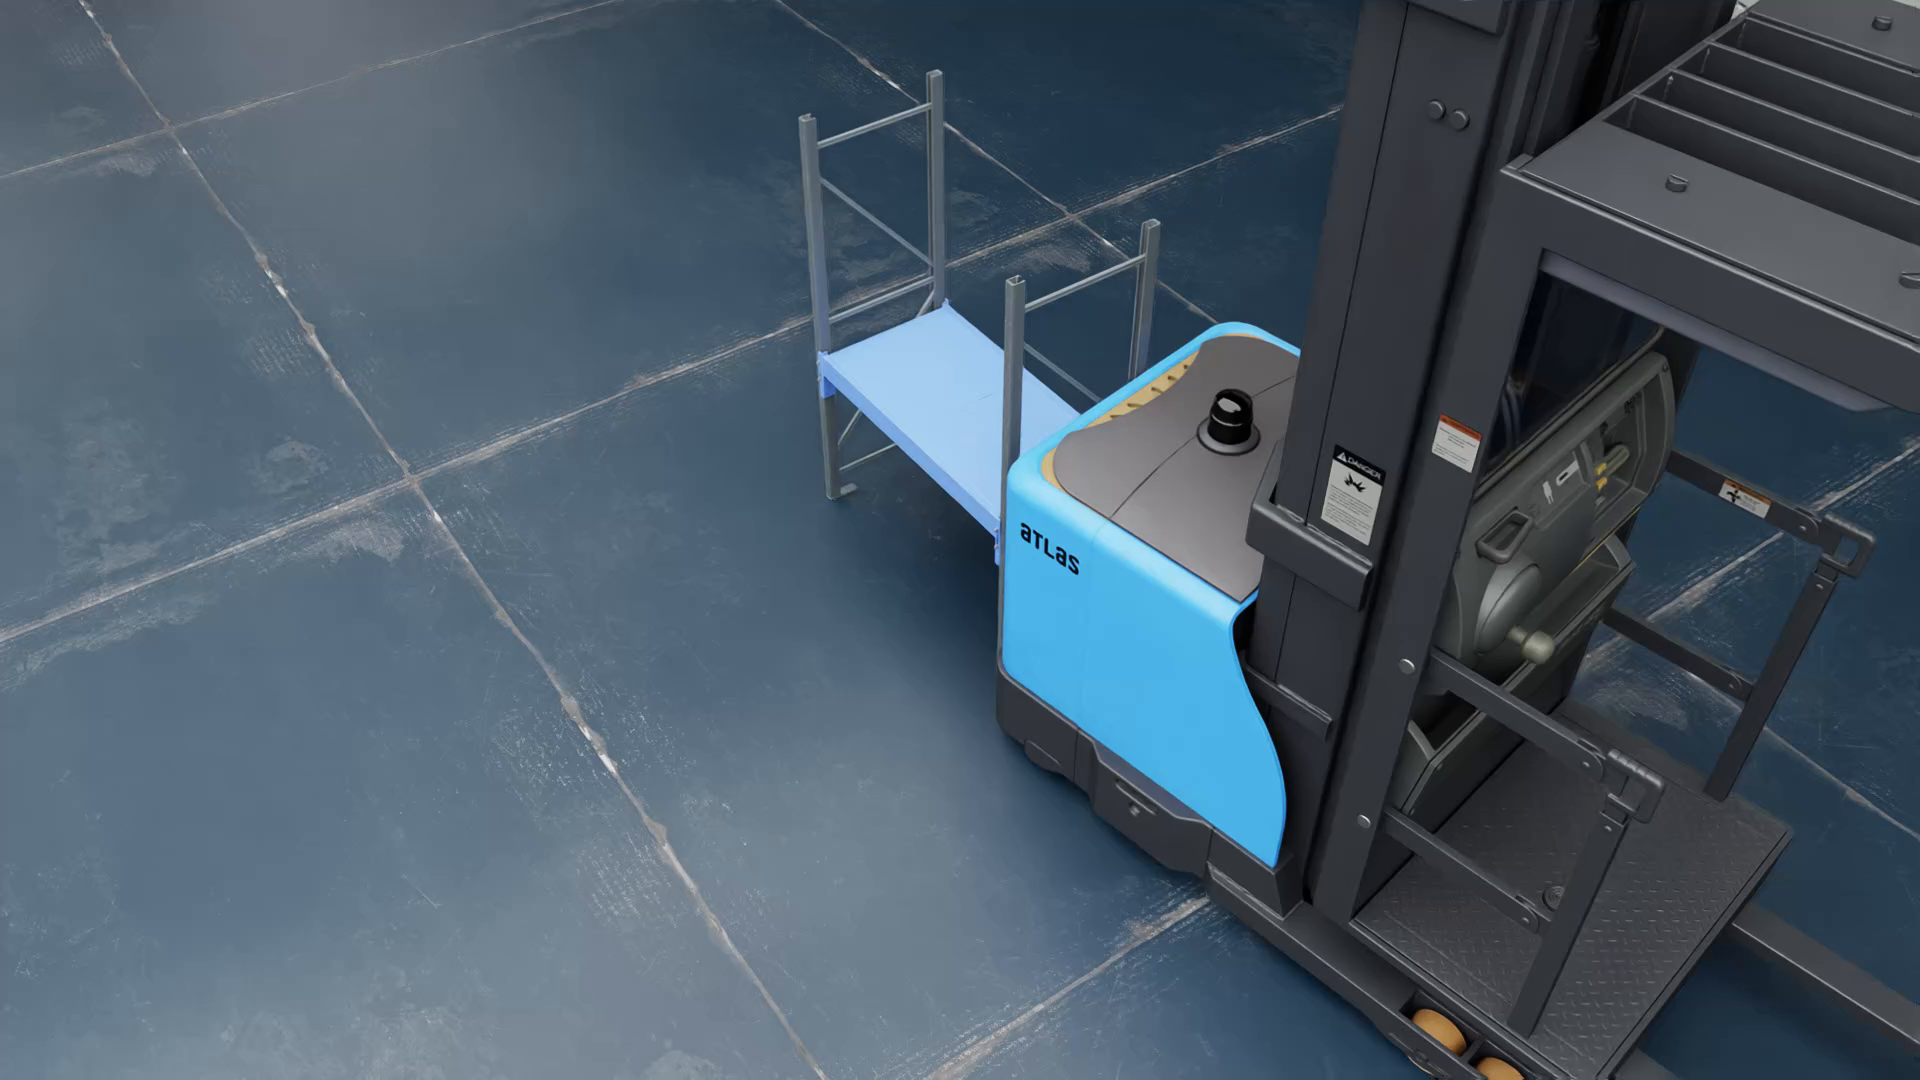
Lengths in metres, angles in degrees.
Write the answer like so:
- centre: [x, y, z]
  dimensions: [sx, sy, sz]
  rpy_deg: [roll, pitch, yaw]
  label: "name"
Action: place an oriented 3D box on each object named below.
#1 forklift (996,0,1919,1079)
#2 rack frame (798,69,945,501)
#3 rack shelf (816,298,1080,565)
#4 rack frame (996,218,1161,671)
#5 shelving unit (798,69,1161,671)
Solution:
- centre: [1.508, 0.003, 3.624]
  dimensions: [3.031, 2.935, 1.130]
  rpy_deg: [35, 53, 31]
  label: "forklift"
- centre: [-0.263, -0.788, 5.490]
  dimensions: [0.500, 1.500, 0.032]
  rpy_deg: [-26, 50, -25]
  label: "rack frame"
- centre: [0.033, -0.373, 5.315]
  dimensions: [0.538, 0.185, 1.000]
  rpy_deg: [-26, 50, -25]
  label: "rack shelf"
- centre: [0.329, -0.217, 4.891]
  dimensions: [0.500, 1.500, 0.032]
  rpy_deg: [-26, 50, -25]
  label: "rack frame"
- centre: [0.033, -0.503, 5.191]
  dimensions: [0.538, 1.500, 1.048]
  rpy_deg: [-26, 50, -25]
  label: "shelving unit"
